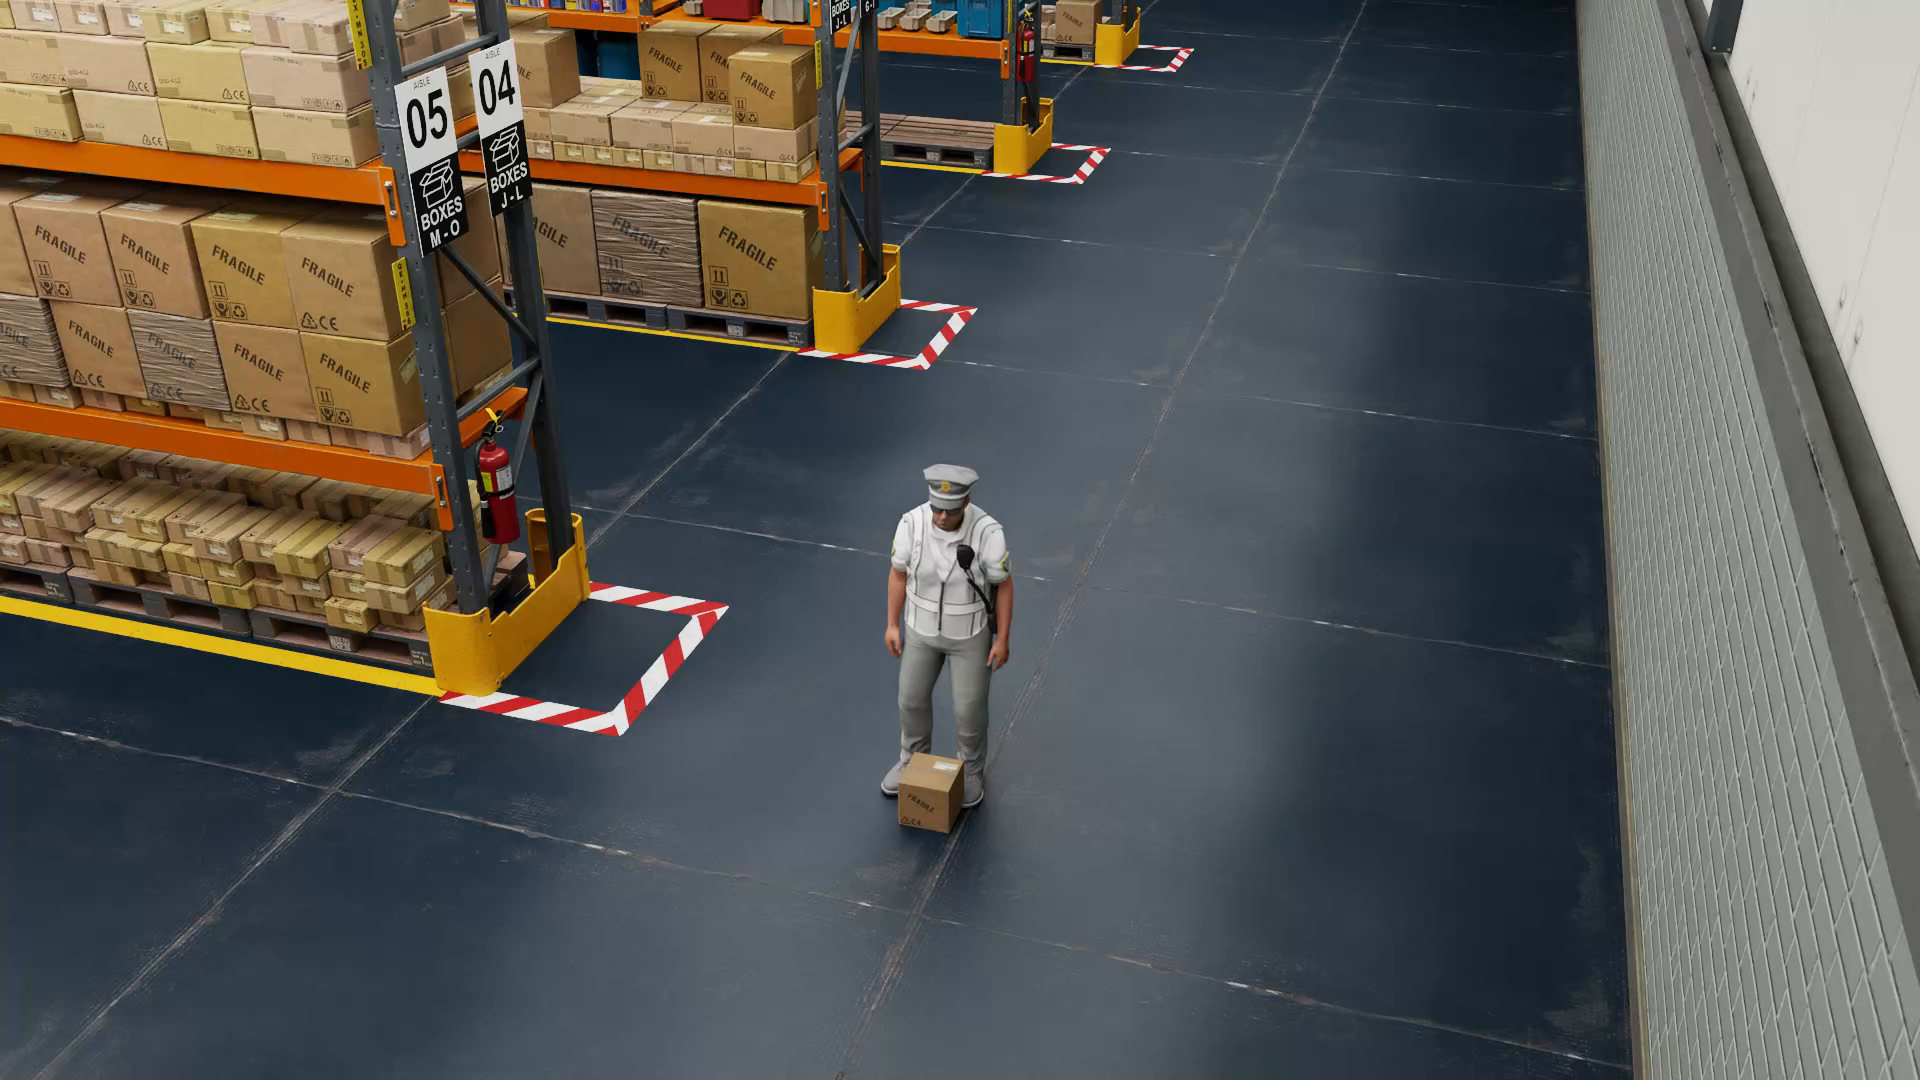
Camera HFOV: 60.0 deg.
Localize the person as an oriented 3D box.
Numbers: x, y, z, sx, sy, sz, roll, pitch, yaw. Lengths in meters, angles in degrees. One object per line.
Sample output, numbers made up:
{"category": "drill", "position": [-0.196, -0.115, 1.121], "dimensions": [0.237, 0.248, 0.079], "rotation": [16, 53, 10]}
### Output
{"category": "person", "position": [-0.055, 0.416, 7.754], "dimensions": [0.606, 1.746, 0.435], "rotation": [7, 30, 12]}
